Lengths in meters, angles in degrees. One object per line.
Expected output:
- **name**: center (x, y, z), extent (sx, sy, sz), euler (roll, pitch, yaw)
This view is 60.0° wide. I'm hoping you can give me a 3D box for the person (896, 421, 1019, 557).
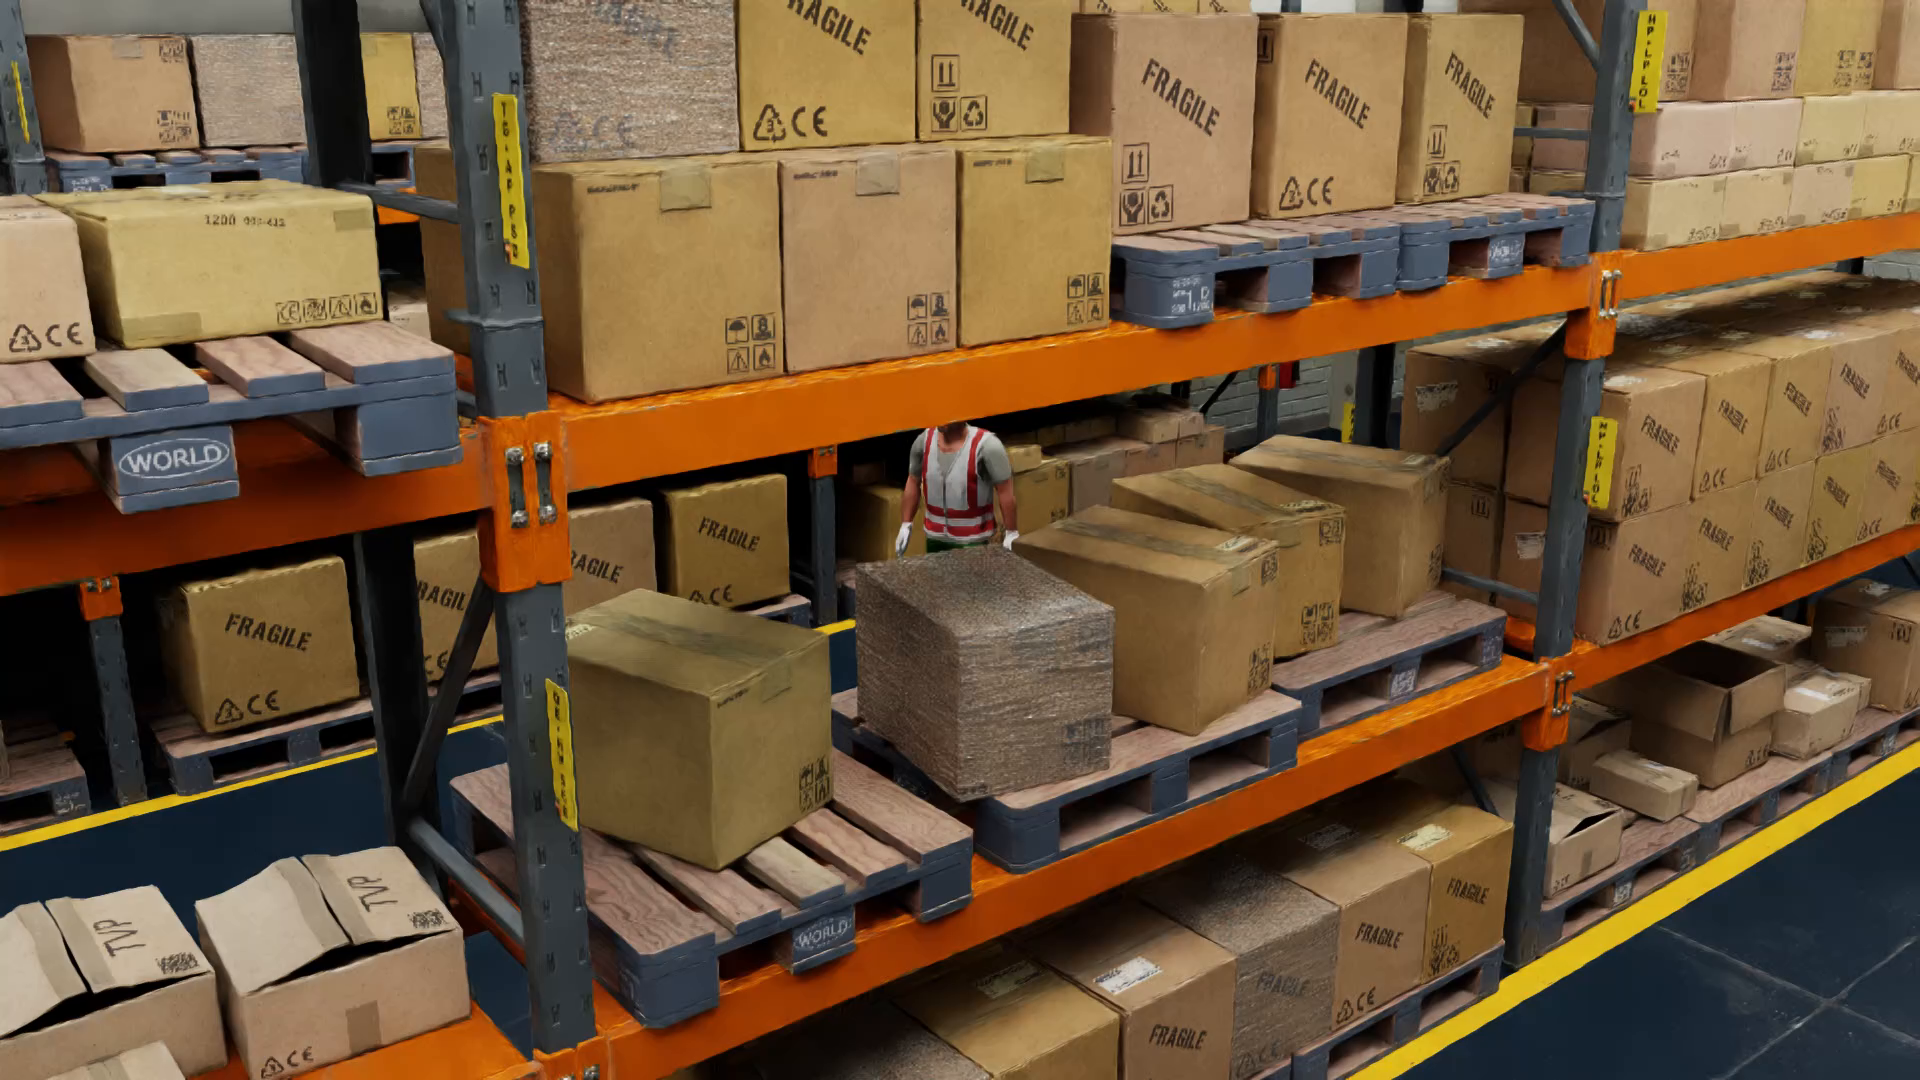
- **person**: center (-0.010, -0.007, 9.011), extent (0.691, 1.776, 0.549), euler (9, 20, 27)
